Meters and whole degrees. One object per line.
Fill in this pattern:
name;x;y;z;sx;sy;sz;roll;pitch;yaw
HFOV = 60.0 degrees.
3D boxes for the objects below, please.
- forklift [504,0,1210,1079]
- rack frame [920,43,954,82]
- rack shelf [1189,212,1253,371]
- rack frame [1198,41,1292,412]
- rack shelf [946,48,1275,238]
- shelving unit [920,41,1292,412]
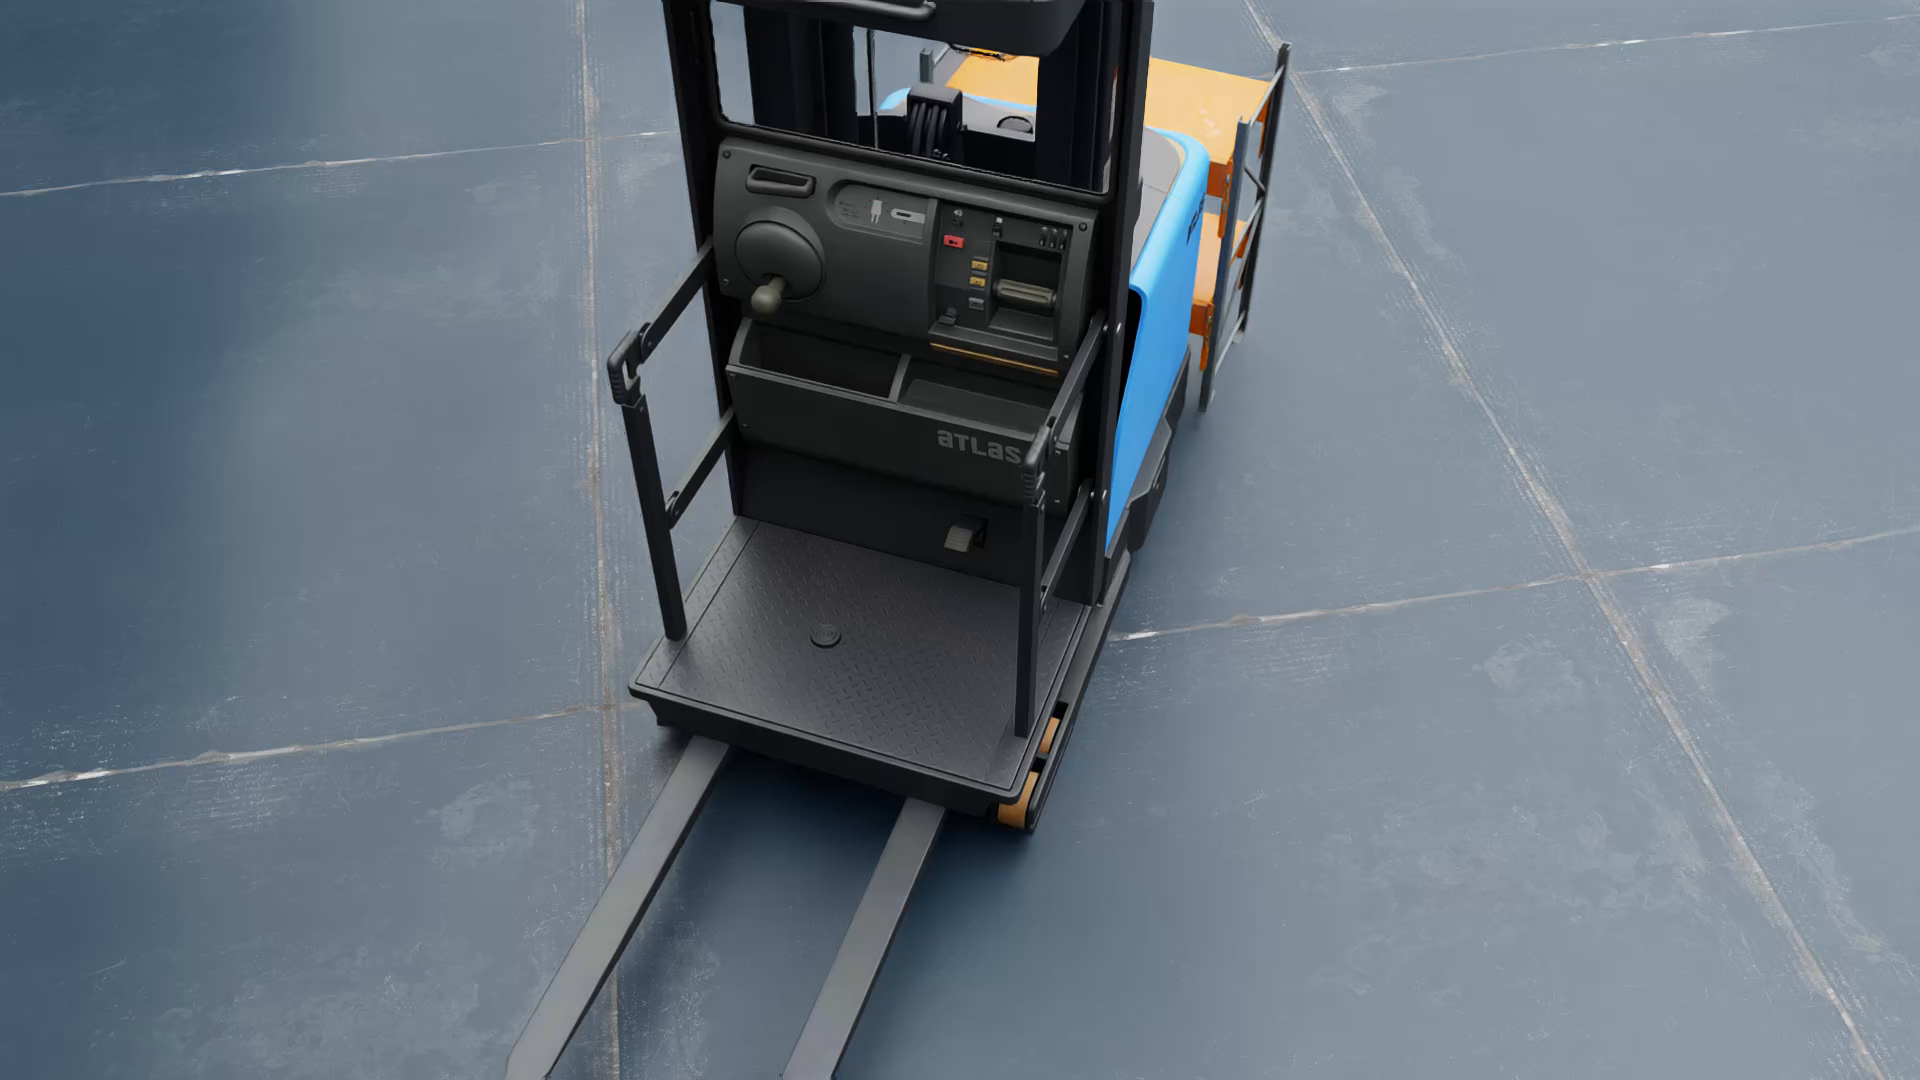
forklift;-0.215;-0.577;3.771;1.130;2.935;3.031;14;48;13
rack frame;-0.013;-1.282;5.704;0.032;1.125;0.500;17;48;16
rack shelf;0.455;-0.969;5.742;1.000;0.278;0.538;17;48;16
rack frame;0.923;-0.996;5.429;0.032;1.125;0.500;17;48;16
rack shelf;0.455;-1.342;5.356;1.000;0.278;0.538;17;48;16
shelving unit;0.455;-1.139;5.566;1.048;1.125;0.538;17;48;16
